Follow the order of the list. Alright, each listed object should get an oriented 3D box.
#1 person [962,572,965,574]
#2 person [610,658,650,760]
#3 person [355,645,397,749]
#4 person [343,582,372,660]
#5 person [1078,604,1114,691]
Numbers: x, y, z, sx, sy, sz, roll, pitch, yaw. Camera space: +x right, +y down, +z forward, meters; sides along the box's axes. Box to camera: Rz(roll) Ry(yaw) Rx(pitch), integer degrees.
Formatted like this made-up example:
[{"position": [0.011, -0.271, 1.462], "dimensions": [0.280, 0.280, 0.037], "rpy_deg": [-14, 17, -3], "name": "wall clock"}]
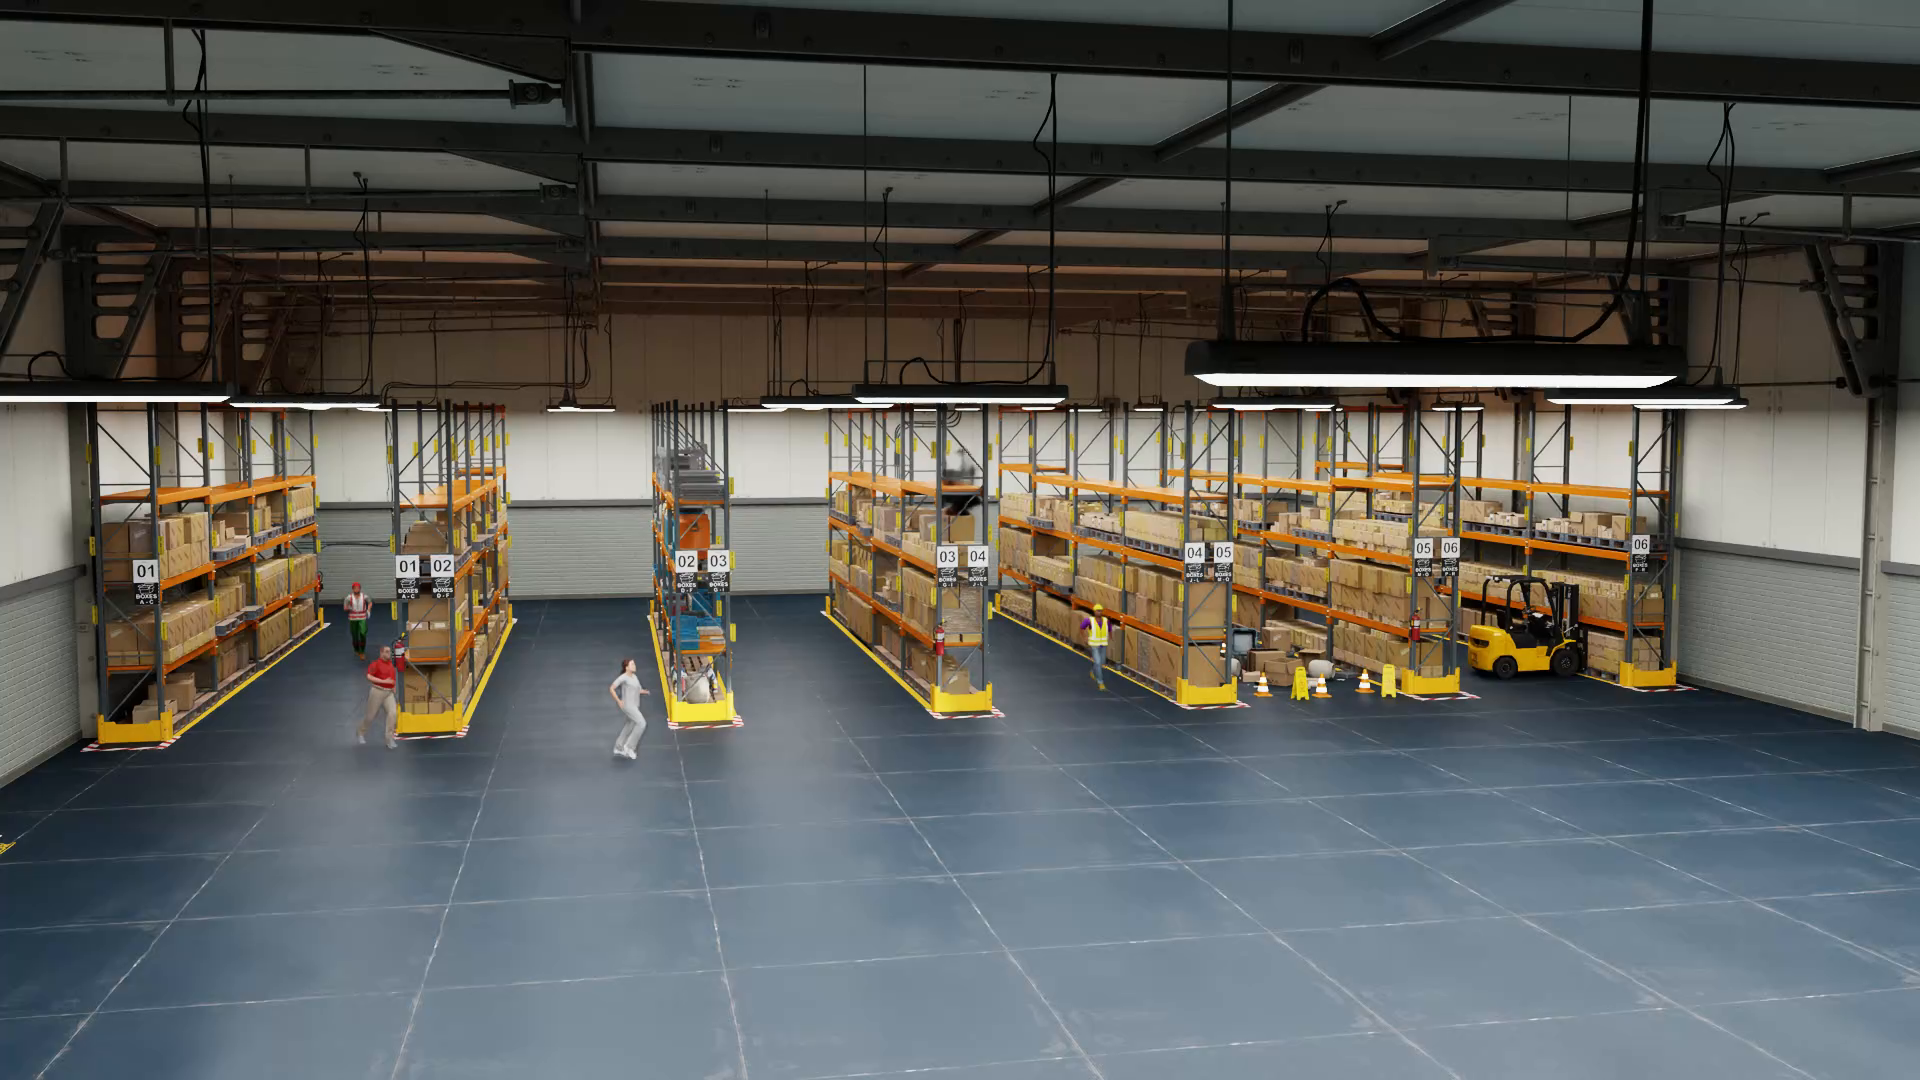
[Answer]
[{"position": [-0.101, 1.307, 48.424], "dimensions": [0.595, 1.563, 0.817], "rpy_deg": [2, 5, 22], "name": "person"}, {"position": [-5.476, 2.803, 27.683], "dimensions": [0.686, 1.681, 0.538], "rpy_deg": [1, 4, 13], "name": "person"}, {"position": [-10.006, 2.702, 28.767], "dimensions": [0.917, 1.754, 0.694], "rpy_deg": [2, 5, 28], "name": "person"}, {"position": [-14.084, 1.902, 38.899], "dimensions": [0.634, 1.830, 0.713], "rpy_deg": [-2, 5, -20], "name": "person"}, {"position": [2.888, 2.224, 34.841], "dimensions": [0.700, 1.769, 0.897], "rpy_deg": [-1, 5, -18], "name": "person"}]
